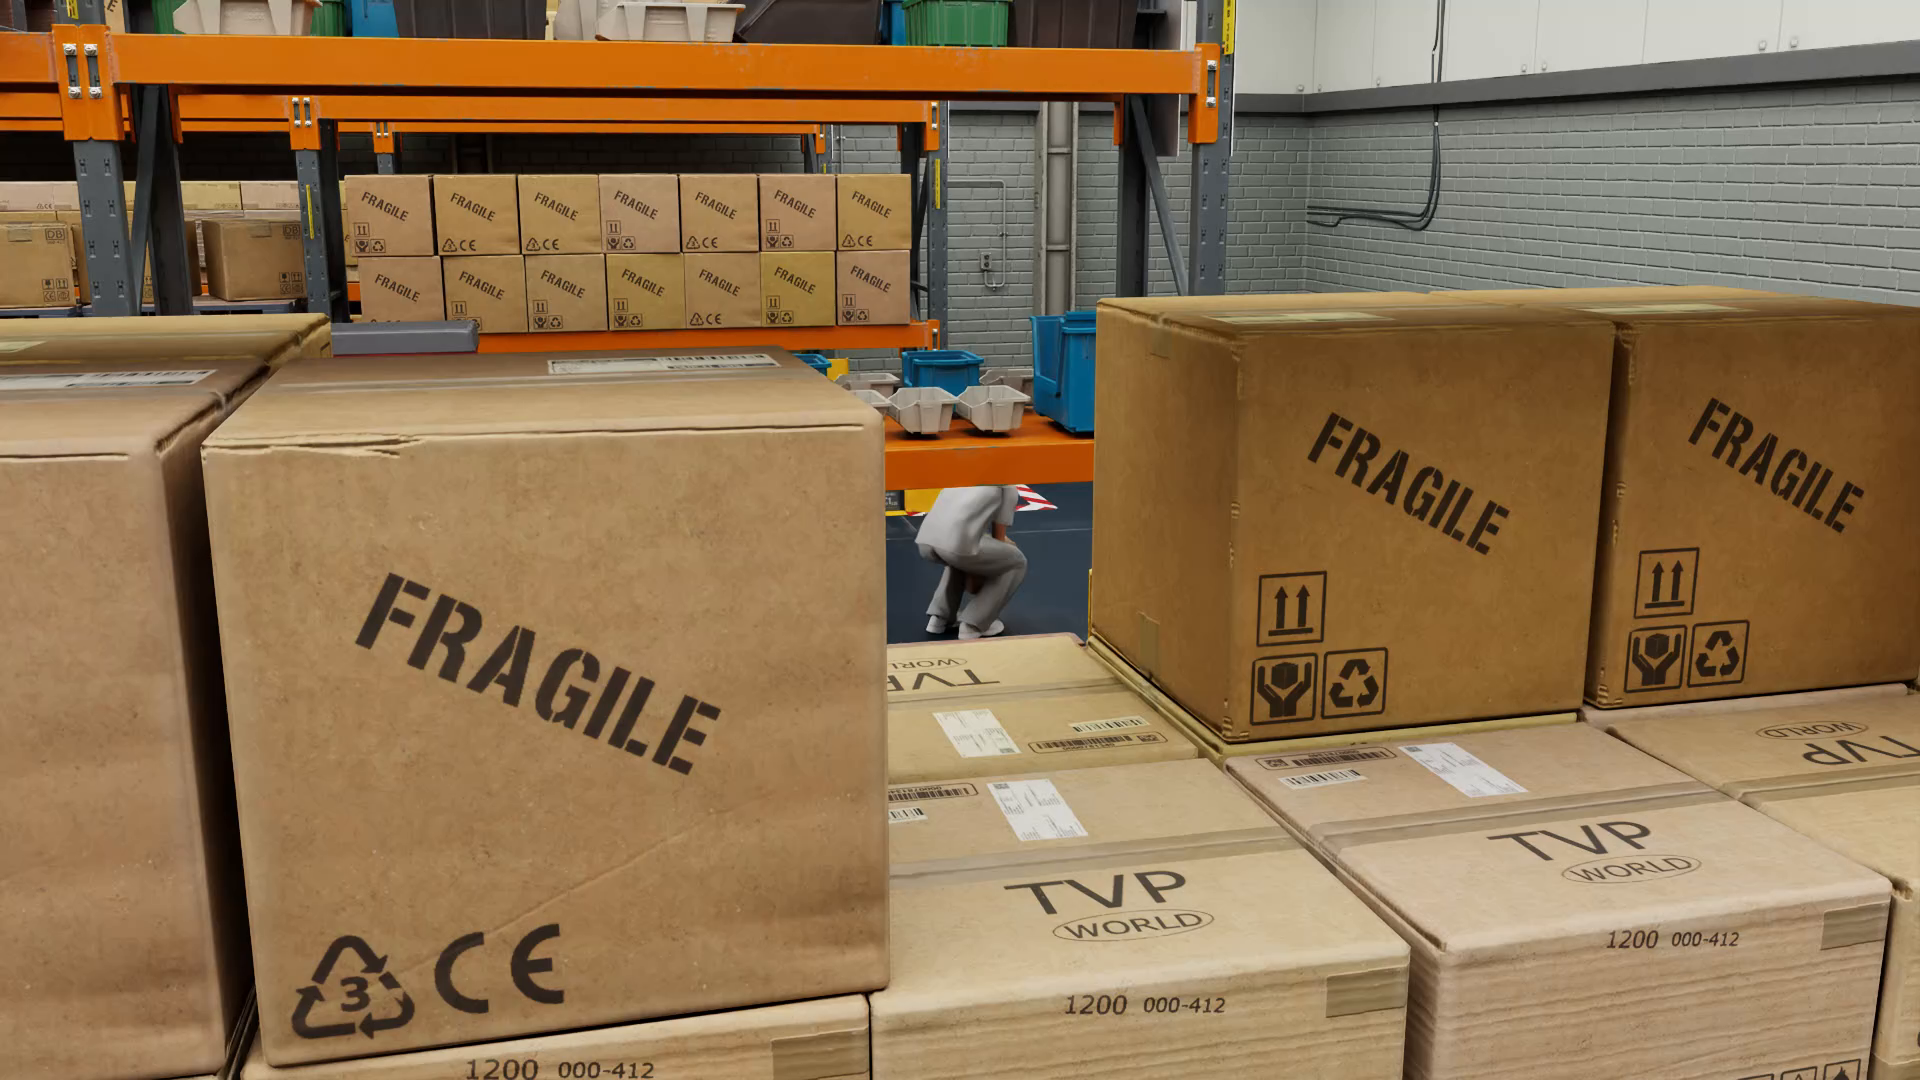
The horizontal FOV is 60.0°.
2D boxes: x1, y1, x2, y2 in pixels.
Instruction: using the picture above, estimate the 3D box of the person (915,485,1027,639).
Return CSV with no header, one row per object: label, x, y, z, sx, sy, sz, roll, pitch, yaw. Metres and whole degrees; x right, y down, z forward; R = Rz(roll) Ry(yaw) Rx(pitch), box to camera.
person,0.090,-0.015,8.628,0.459,0.979,0.774,10,16,37
